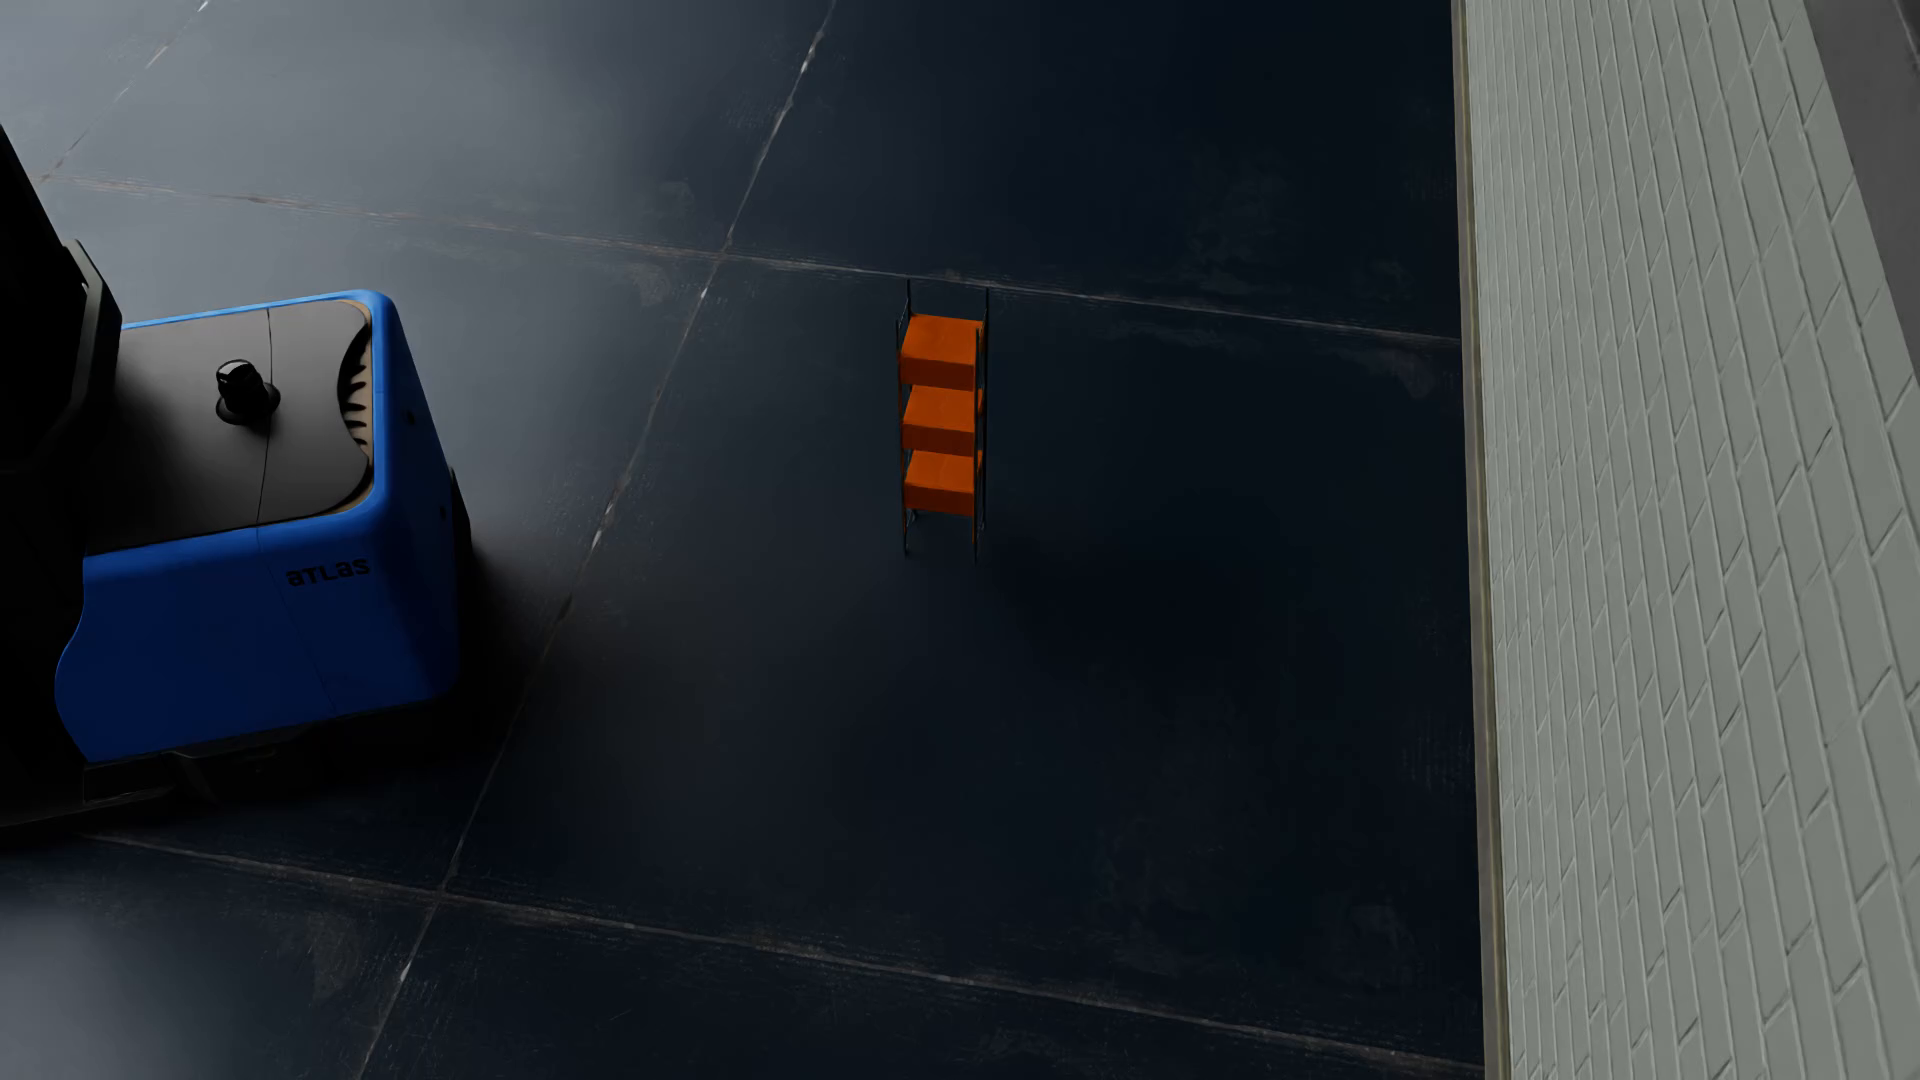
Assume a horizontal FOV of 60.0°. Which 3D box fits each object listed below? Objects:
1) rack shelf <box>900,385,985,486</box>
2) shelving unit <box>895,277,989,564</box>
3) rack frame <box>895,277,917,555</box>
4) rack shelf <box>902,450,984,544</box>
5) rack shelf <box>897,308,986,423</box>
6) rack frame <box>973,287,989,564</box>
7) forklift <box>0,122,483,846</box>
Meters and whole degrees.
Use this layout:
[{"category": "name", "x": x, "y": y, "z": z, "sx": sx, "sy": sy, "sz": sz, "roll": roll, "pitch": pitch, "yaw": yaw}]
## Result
[{"category": "rack shelf", "x": -0.053, "y": -0.351, "z": 5.374, "sx": 0.240, "sy": 0.259, "sz": 0.215, "roll": 8, "pitch": 49, "yaw": 7}, {"category": "shelving unit", "x": -0.053, "y": -0.358, "z": 5.366, "sx": 0.252, "sy": 1.050, "sz": 0.215, "roll": 8, "pitch": 49, "yaw": 7}, {"category": "rack frame", "x": -0.173, "y": -0.374, "z": 5.380, "sx": 0.008, "sy": 1.050, "sz": 0.200, "roll": 8, "pitch": 49, "yaw": 7}, {"category": "rack shelf", "x": -0.053, "y": -0.165, "z": 5.580, "sx": 0.240, "sy": 0.259, "sz": 0.215, "roll": 8, "pitch": 49, "yaw": 7}, {"category": "rack shelf", "x": -0.053, "y": -0.541, "z": 5.163, "sx": 0.240, "sy": 0.259, "sz": 0.215, "roll": 8, "pitch": 49, "yaw": 7}, {"category": "rack frame", "x": 0.067, "y": -0.342, "z": 5.351, "sx": 0.008, "sy": 1.050, "sz": 0.200, "roll": 8, "pitch": 49, "yaw": 7}, {"category": "forklift", "x": -3.053, "y": -0.421, "z": 4.157, "sx": 3.031, "sy": 2.935, "sz": 1.130, "roll": -10, "pitch": 49, "yaw": -9}]
